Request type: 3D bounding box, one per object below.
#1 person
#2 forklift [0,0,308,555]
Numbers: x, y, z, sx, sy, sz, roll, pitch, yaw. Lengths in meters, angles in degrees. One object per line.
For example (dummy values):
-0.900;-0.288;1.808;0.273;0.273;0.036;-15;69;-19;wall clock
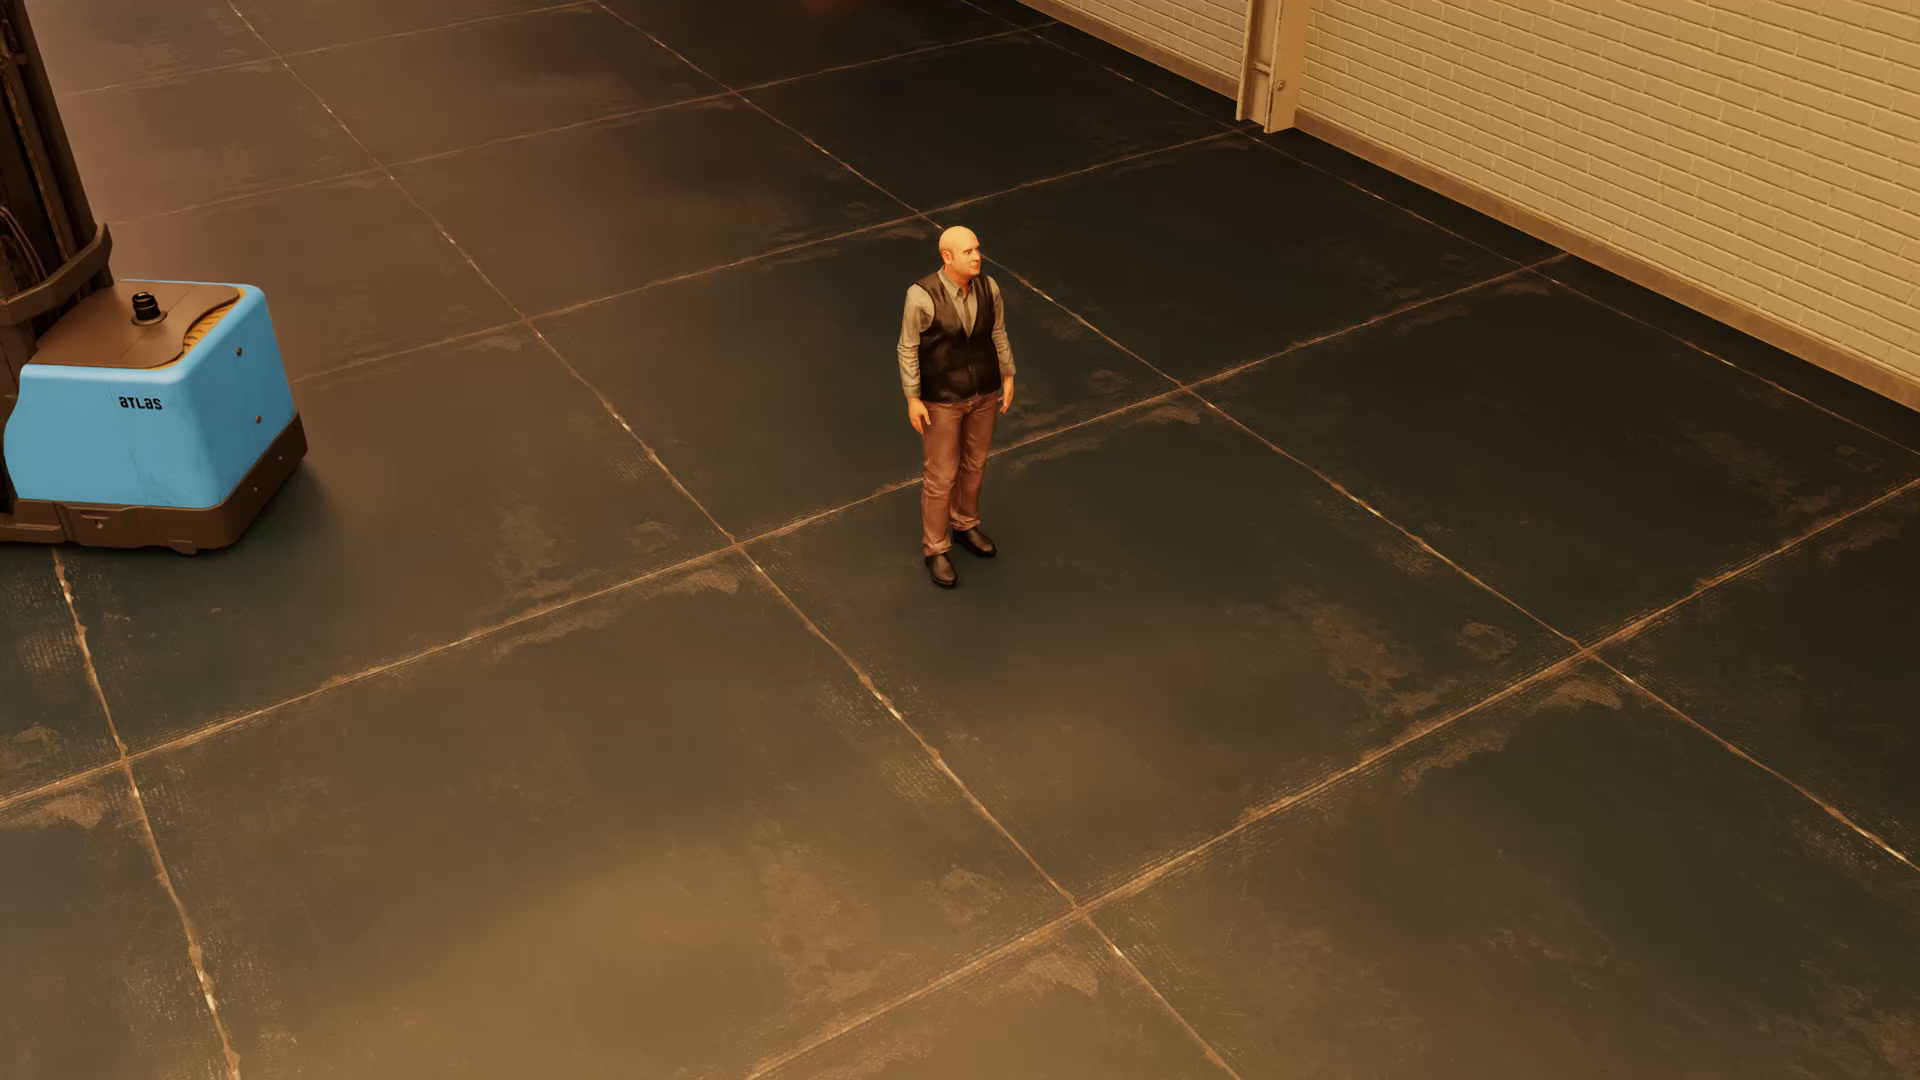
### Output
0.028;-0.678;8.152;0.633;1.722;0.566;-21;40;-27;person
-5.188;-1.474;8.245;3.031;2.935;1.130;3;35;5;forklift
